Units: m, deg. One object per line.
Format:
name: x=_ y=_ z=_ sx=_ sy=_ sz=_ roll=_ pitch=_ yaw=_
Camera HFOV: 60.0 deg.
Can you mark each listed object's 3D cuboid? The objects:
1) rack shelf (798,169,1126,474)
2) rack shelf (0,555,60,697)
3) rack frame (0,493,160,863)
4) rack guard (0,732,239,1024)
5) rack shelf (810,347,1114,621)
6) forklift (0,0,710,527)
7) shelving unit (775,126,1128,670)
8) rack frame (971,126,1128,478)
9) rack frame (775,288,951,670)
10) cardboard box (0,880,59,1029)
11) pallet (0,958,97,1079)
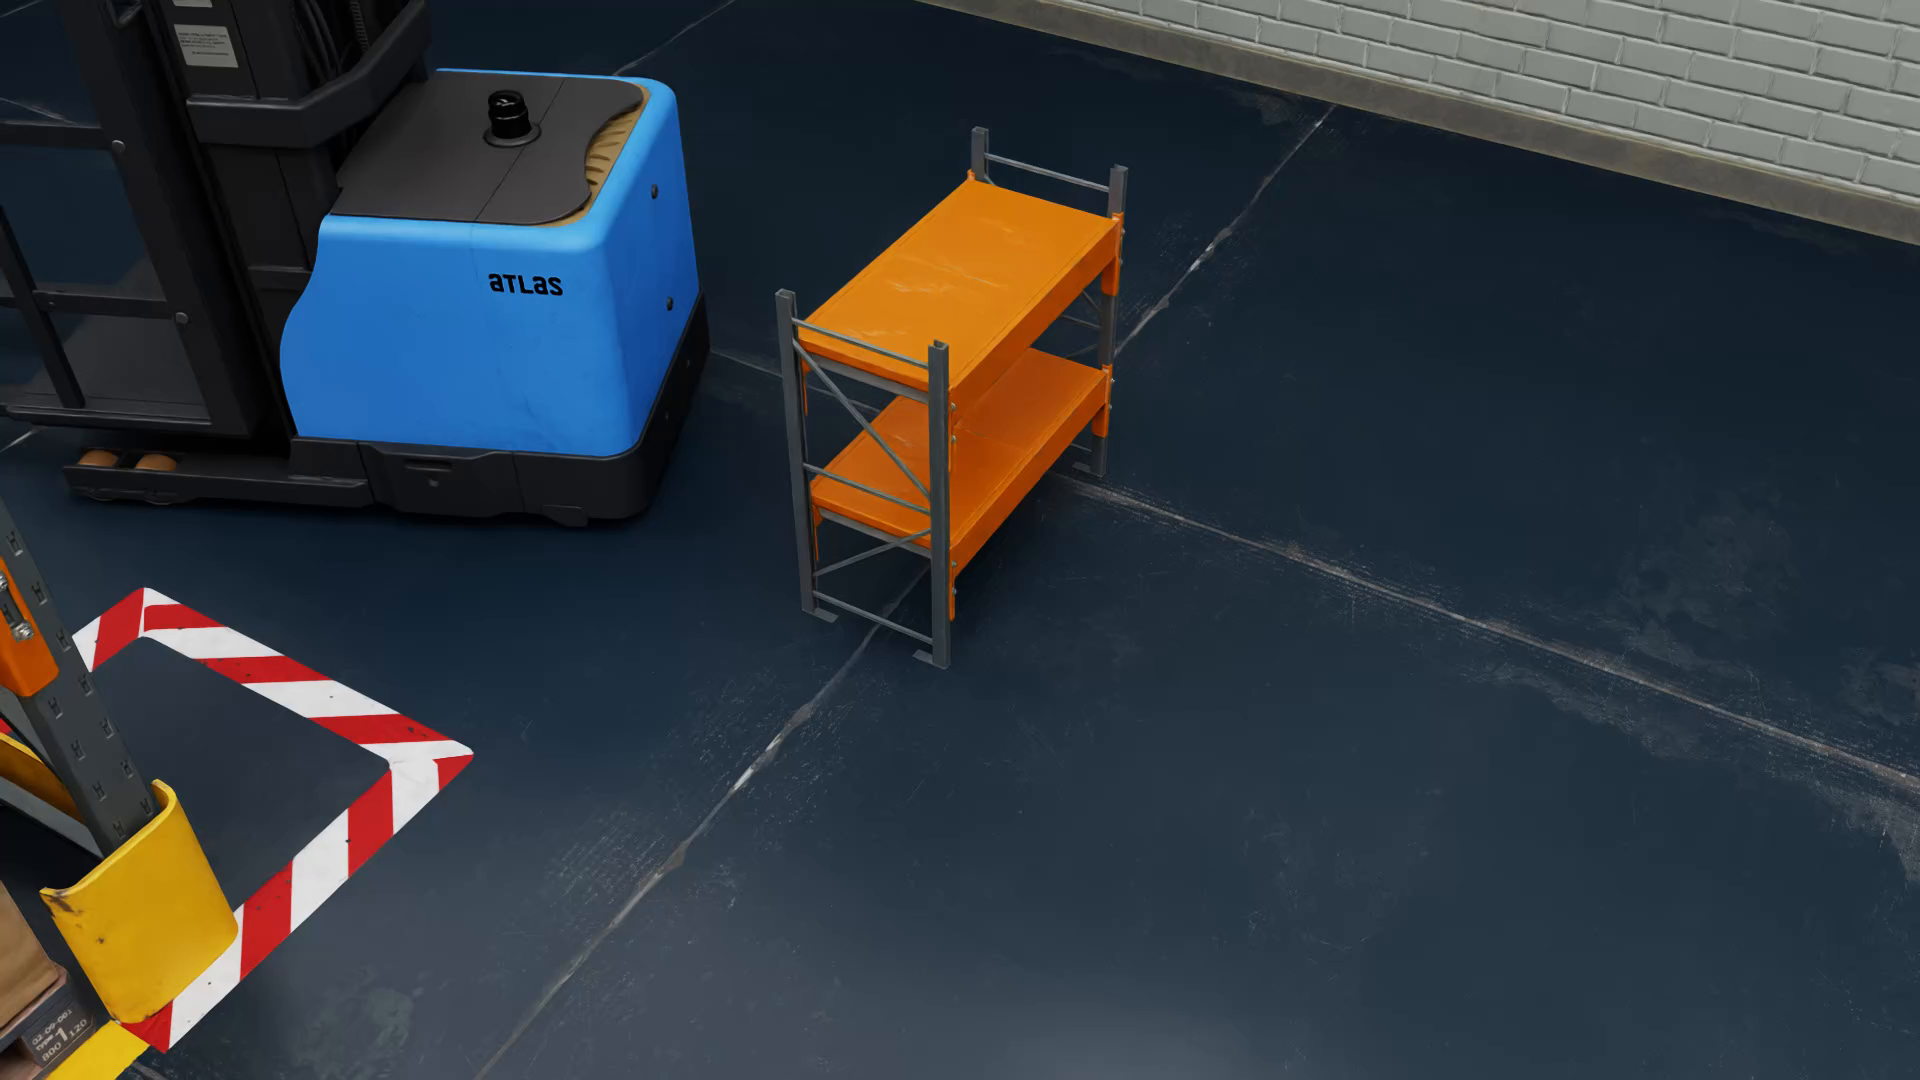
rack shelf: x=0.003 y=-0.646 z=4.689 sx=0.538 sy=0.278 sz=1.000 roll=21 pitch=45 yaw=22
rack shelf: x=-3.327 y=1.118 z=2.256 sx=1.077 sy=0.370 sz=4.000 roll=21 pitch=45 yaw=22
rack frame: x=-2.327 y=-0.297 z=3.317 sx=1.000 sy=3.000 sz=0.127 roll=21 pitch=45 yaw=22
rack guard: x=-2.365 y=0.685 z=4.094 sx=1.175 sy=0.500 sz=0.348 roll=21 pitch=45 yaw=22
rack shelf: x=0.003 y=-0.243 z=5.044 sx=0.538 sy=0.278 sz=1.000 roll=21 pitch=45 yaw=22
forklift: x=-2.441 y=-1.555 z=4.798 sx=3.031 sy=2.935 sz=1.130 roll=4 pitch=42 yaw=5
shelving unit: x=0.003 y=-0.426 z=4.883 sx=0.538 sy=1.125 sz=1.048 roll=21 pitch=45 yaw=22
rack frame: x=0.258 y=-0.717 z=5.213 sx=0.500 sy=1.125 sz=0.032 roll=21 pitch=45 yaw=22
rack frame: x=-0.251 y=-0.135 z=4.552 sx=0.500 sy=1.125 sz=0.032 roll=21 pitch=45 yaw=22
cardboard box: x=-2.385 y=0.869 z=3.552 sx=0.500 sy=0.500 sz=0.500 roll=21 pitch=45 yaw=22
pallet: x=-2.763 y=1.250 z=3.671 sx=1.003 sy=0.211 sz=1.213 roll=21 pitch=45 yaw=22
